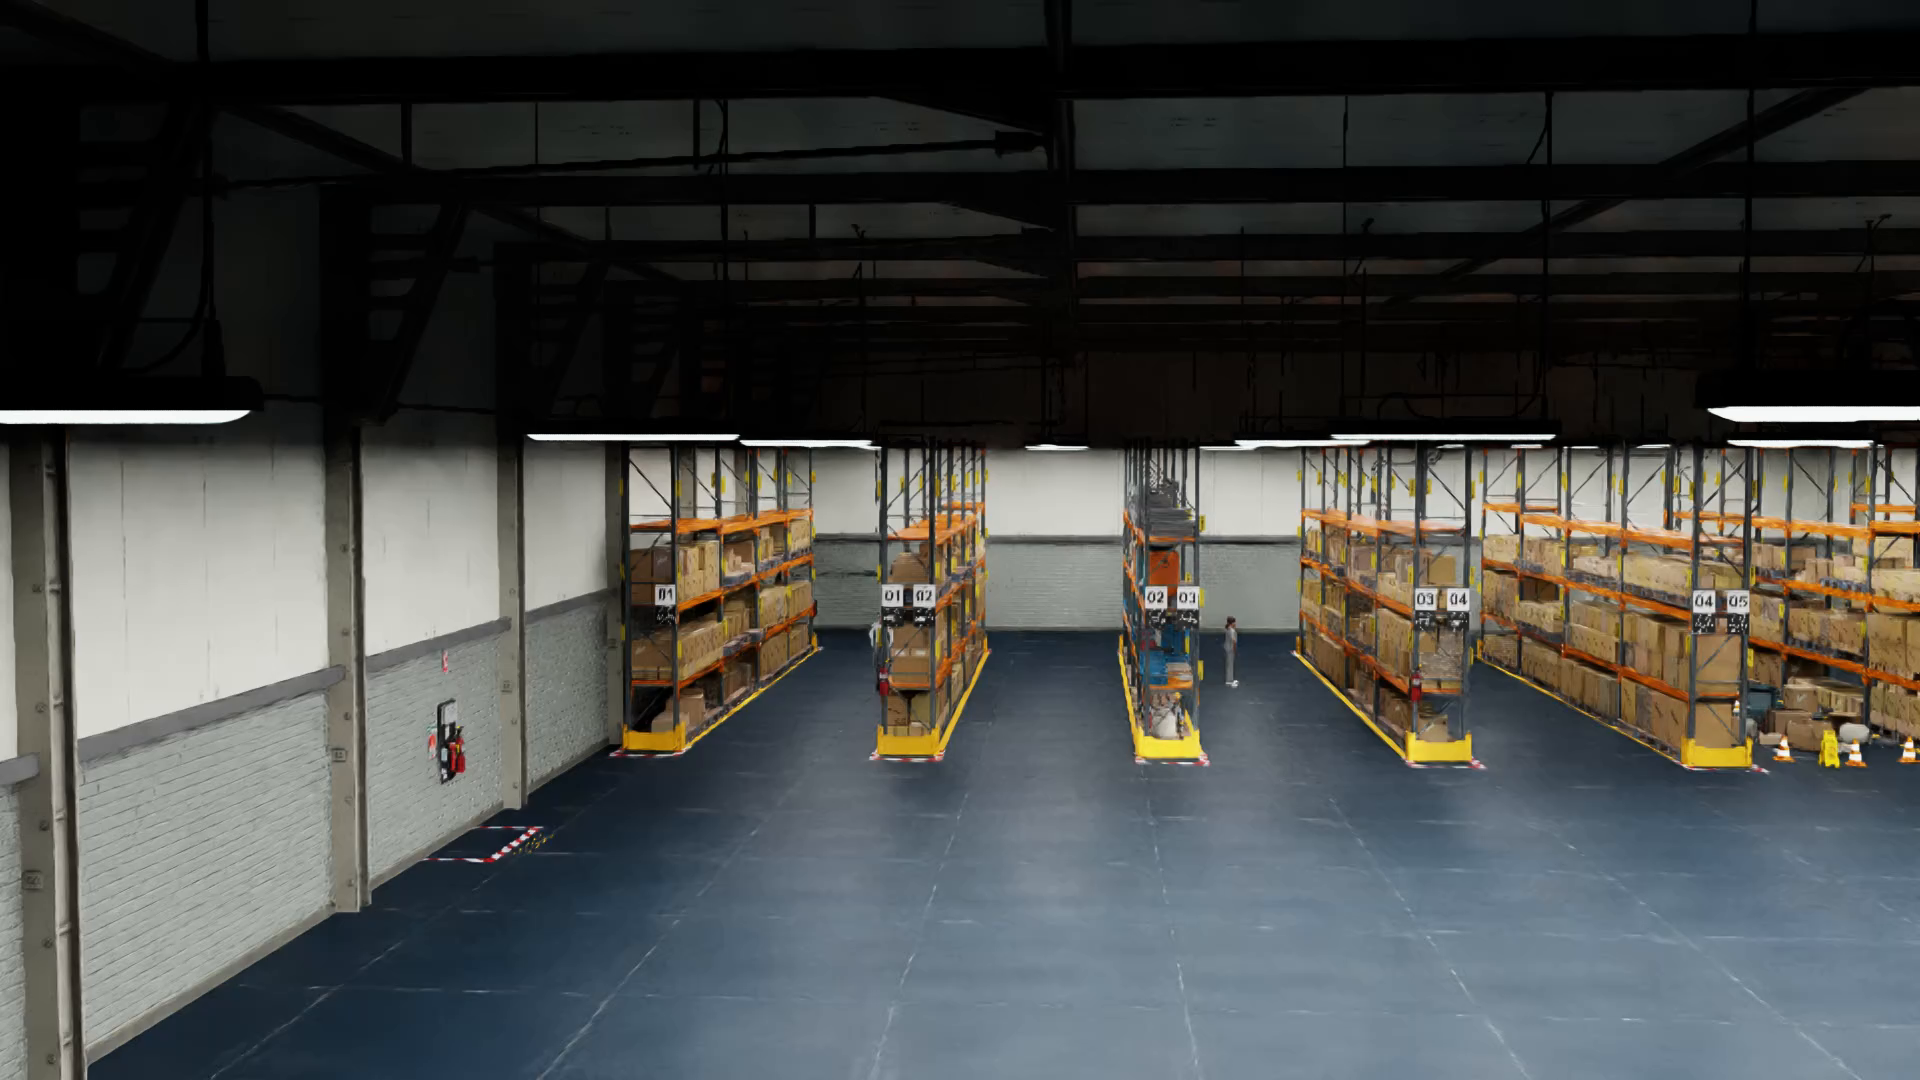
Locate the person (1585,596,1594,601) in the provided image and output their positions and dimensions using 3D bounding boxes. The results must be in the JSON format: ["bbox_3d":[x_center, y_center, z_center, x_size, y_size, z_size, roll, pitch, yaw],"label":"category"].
[{"bbox_3d":[17.197,2.419,45.335,0.472,1.791,0.596,1,3,16],"label":"person"}]

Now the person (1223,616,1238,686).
[{"bbox_3d":[6.650,2.698,40.603,0.452,1.678,0.540,-1,3,-19],"label":"person"}]

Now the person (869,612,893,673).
[{"bbox_3d":[-2.010,2.635,42.621,0.639,1.631,0.508,0,3,3],"label":"person"}]
